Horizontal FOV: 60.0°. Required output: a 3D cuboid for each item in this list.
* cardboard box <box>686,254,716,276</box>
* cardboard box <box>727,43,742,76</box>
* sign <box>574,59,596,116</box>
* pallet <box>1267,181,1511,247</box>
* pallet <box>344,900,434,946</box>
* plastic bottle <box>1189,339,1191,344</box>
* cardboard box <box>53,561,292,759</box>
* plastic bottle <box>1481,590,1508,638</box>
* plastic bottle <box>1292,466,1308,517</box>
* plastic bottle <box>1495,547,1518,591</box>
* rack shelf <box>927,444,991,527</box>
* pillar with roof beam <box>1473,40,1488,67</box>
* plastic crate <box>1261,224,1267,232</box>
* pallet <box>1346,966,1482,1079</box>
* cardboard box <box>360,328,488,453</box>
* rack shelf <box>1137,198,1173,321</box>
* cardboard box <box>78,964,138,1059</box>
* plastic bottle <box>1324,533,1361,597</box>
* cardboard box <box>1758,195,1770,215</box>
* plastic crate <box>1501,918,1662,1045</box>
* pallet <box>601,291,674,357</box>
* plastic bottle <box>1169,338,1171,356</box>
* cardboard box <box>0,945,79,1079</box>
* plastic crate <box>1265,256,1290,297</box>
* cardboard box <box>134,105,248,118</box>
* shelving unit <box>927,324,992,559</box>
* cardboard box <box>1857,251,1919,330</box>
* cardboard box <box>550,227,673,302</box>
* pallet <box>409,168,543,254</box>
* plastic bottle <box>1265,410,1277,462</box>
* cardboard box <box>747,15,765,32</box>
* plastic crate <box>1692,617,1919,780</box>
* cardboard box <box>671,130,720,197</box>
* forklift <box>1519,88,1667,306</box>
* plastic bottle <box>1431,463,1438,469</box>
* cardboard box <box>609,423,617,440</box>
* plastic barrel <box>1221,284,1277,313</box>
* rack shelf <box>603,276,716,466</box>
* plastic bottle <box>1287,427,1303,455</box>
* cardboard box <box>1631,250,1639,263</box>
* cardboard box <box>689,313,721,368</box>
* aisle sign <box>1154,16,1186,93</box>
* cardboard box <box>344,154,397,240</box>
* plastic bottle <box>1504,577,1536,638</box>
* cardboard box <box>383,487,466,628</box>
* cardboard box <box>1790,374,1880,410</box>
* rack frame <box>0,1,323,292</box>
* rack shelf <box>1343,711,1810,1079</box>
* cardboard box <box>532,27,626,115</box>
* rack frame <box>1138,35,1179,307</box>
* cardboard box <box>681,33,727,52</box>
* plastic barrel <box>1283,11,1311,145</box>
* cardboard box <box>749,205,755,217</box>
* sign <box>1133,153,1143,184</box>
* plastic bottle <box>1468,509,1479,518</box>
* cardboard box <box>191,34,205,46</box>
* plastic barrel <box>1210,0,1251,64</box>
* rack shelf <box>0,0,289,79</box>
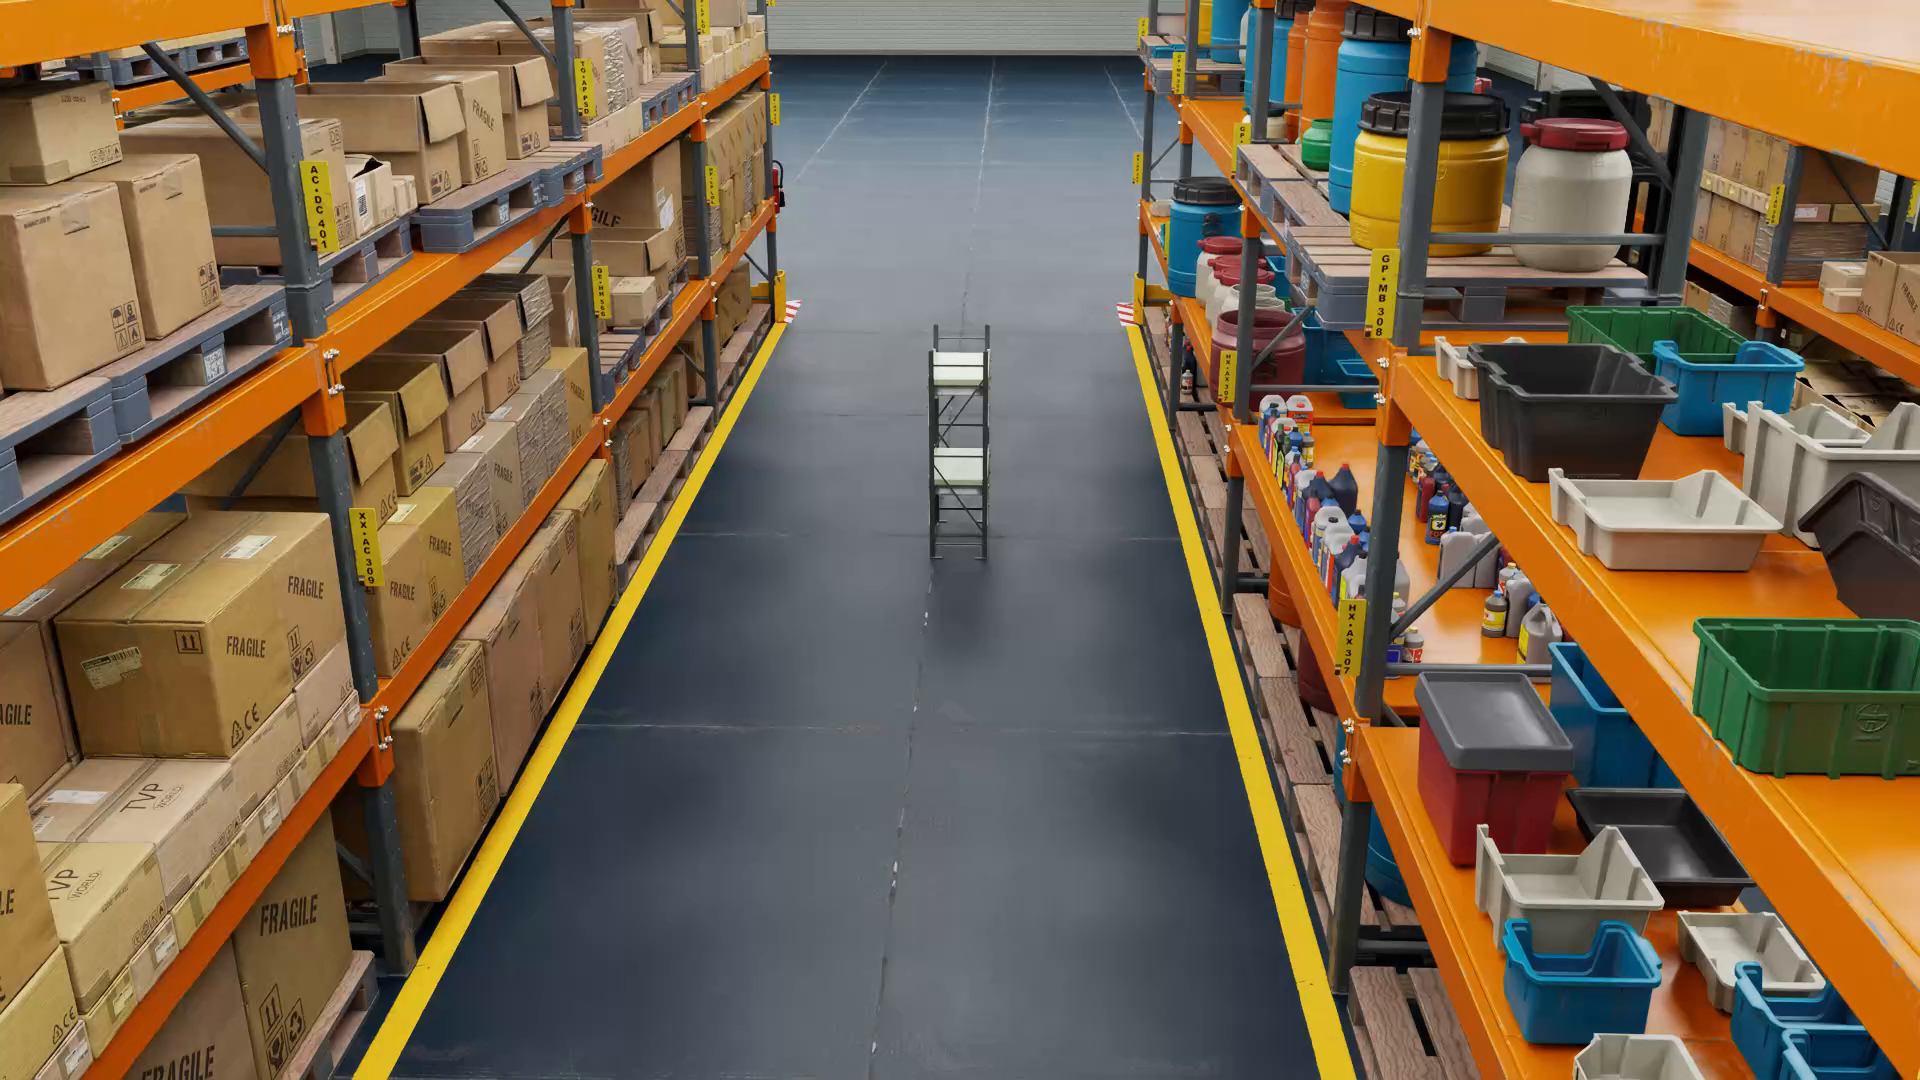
[{"bbox_3d":[-2.323,-2.385,14.377,0.380,0.149,0.250,1,21,2],"label":"cardboard box"},{"bbox_3d":[-2.315,-4.478,15.484,0.500,0.250,0.500,0,21,1],"label":"cardboard box"},{"bbox_3d":[-2.197,-2.649,9.739,0.100,0.325,0.005,1,21,2],"label":"sign"},{"bbox_3d":[2.035,-1.486,7.826,1.003,0.211,1.213,1,21,2],"label":"pallet"},{"bbox_3d":[-2.925,1.485,7.911,1.003,0.211,1.213,1,21,2],"label":"pallet"},{"bbox_3d":[2.183,-1.792,15.648,0.061,0.283,0.133,1,21,2],"label":"plastic bottle"},{"bbox_3d":[-2.639,0.396,5.620,0.500,0.500,0.500,1,21,2],"label":"cardboard box"},{"bbox_3d":[2.358,0.322,7.328,0.097,0.201,0.097,0,21,0],"label":"plastic bottle"},{"bbox_3d":[1.797,-0.255,8.718,0.097,0.271,0.097,0,21,0],"label":"plastic bottle"},{"bbox_3d":[2.542,0.124,7.723,0.061,0.283,0.133,1,21,2],"label":"plastic bottle"},{"bbox_3d":[0.000,-0.398,11.882,0.431,0.370,0.720,1,21,2],"label":"rack shelf"},{"bbox_3d":[9.798,-17.139,43.761,9.100,9.000,0.400,1,21,2],"label":"pillar with roof beam"},{"bbox_3d":[2.644,-2.762,15.295,0.450,0.188,0.662,1,21,2],"label":"plastic crate"},{"bbox_3d":[2.094,2.085,6.363,1.003,0.211,1.213,1,21,2],"label":"pallet"},{"bbox_3d":[-2.826,-0.754,8.300,0.797,0.503,0.637,1,21,3],"label":"cardboard box"},{"bbox_3d":[2.382,-2.761,15.993,1.077,0.370,4.000,1,21,2],"label":"rack shelf"},{"bbox_3d":[-2.609,1.347,4.758,0.380,0.149,0.250,0,21,0],"label":"cardboard box"},{"bbox_3d":[1.793,0.116,7.754,0.152,0.276,0.135,1,21,2],"label":"plastic bottle"},{"bbox_3d":[7.076,-2.857,14.210,0.380,0.149,0.250,0,21,0],"label":"cardboard box"},{"bbox_3d":[1.762,1.270,4.758,0.416,0.233,0.300,1,21,2],"label":"plastic crate"},{"bbox_3d":[-2.732,-1.608,12.293,1.003,0.211,1.213,1,21,2],"label":"pallet"},{"bbox_3d":[2.059,-1.872,15.968,0.097,0.201,0.097,0,21,0],"label":"plastic bottle"},{"bbox_3d":[-2.682,1.302,4.323,0.500,0.250,0.500,0,21,0],"label":"cardboard box"},{"bbox_3d":[2.598,-1.964,12.965,0.392,0.384,0.575,1,21,2],"label":"plastic crate"},{"bbox_3d":[-7.590,-4.004,16.502,0.875,0.550,0.550,1,21,2],"label":"cardboard box"},{"bbox_3d":[0.000,-0.702,11.764,0.431,1.500,0.755,1,21,2],"label":"shelving unit"},{"bbox_3d":[7.216,-1.896,12.631,0.500,0.500,0.500,2,21,6],"label":"cardboard box"},{"bbox_3d":[-2.590,-2.044,12.427,0.797,0.503,0.637,3,21,7],"label":"cardboard box"},{"bbox_3d":[-2.749,-1.654,8.260,1.003,0.211,1.213,2,21,4],"label":"pallet"},{"bbox_3d":[1.807,-0.602,9.594,0.061,0.283,0.133,1,21,2],"label":"plastic bottle"},{"bbox_3d":[-2.205,-5.285,17.012,0.380,0.149,0.250,1,21,2],"label":"cardboard box"},{"bbox_3d":[1.700,0.306,3.240,0.450,0.188,0.336,1,21,2],"label":"plastic crate"},{"bbox_3d":[-2.362,-3.239,14.299,0.500,0.500,0.500,1,21,2],"label":"cardboard box"},{"bbox_3d":[4.910,-1.944,12.986,1.130,2.935,3.031,0,21,0],"label":"forklift"},{"bbox_3d":[2.564,-0.312,8.962,0.097,0.201,0.097,0,21,0],"label":"plastic bottle"},{"bbox_3d":[-2.755,-0.806,11.769,0.500,0.250,0.500,3,21,8],"label":"cardboard box"},{"bbox_3d":[2.030,-1.506,11.609,0.421,0.512,0.421,0,21,0],"label":"plastic barrel"},{"bbox_3d":[-2.691,-1.369,12.406,1.077,0.370,4.000,1,21,2],"label":"rack shelf"},{"bbox_3d":[1.879,-0.505,9.361,0.097,0.271,0.097,0,21,0],"label":"plastic bottle"},{"bbox_3d":[7.142,-2.655,16.909,0.500,0.500,0.500,1,21,2],"label":"cardboard box"},{"bbox_3d":[-2.568,-1.810,15.421,0.500,0.500,0.500,8,22,19],"label":"cardboard box"},{"bbox_3d":[2.152,-5.061,17.332,0.394,0.787,0.004,1,21,2],"label":"aisle sign"},{"bbox_3d":[-2.750,-1.484,7.102,0.500,0.311,0.500,0,21,0],"label":"cardboard box"},{"bbox_3d":[2.484,0.281,7.328,0.152,0.276,0.135,1,21,2],"label":"plastic bottle"},{"bbox_3d":[-2.595,0.073,7.557,0.500,0.500,0.500,1,21,2],"label":"cardboard box"},{"bbox_3d":[6.990,-1.165,13.331,0.500,0.311,0.500,0,21,1],"label":"cardboard box"},{"bbox_3d":[-2.873,-2.332,5.600,1.000,3.000,0.127,1,21,2],"label":"rack frame"},{"bbox_3d":[2.017,1.578,4.811,1.077,0.370,4.000,1,21,2],"label":"rack shelf"},{"bbox_3d":[-2.461,-3.010,10.664,0.500,0.500,0.500,1,21,2],"label":"cardboard box"},{"bbox_3d":[2.443,-3.820,17.727,1.000,3.000,0.127,1,21,2],"label":"rack frame"},{"bbox_3d":[-2.283,-4.436,14.824,0.380,0.149,0.250,0,21,1],"label":"cardboard box"},{"bbox_3d":[2.461,-3.057,11.020,0.600,0.830,0.708,1,21,2],"label":"plastic barrel"},{"bbox_3d":[-2.298,-3.380,16.941,0.380,0.149,0.250,1,21,2],"label":"cardboard box"},{"bbox_3d":[1.893,-3.956,17.696,0.100,0.325,0.005,1,21,2],"label":"sign"},{"bbox_3d":[2.539,-0.044,8.175,0.097,0.271,0.097,0,21,0],"label":"plastic bottle"},{"bbox_3d":[-7.197,-4.631,15.300,0.380,0.149,0.250,1,21,2],"label":"cardboard box"},{"bbox_3d":[2.458,-4.560,14.214,0.600,0.901,0.708,1,21,2],"label":"plastic barrel"},{"bbox_3d":[-2.934,-1.087,3.939,1.077,0.370,4.000,1,21,2],"label":"rack shelf"}]
